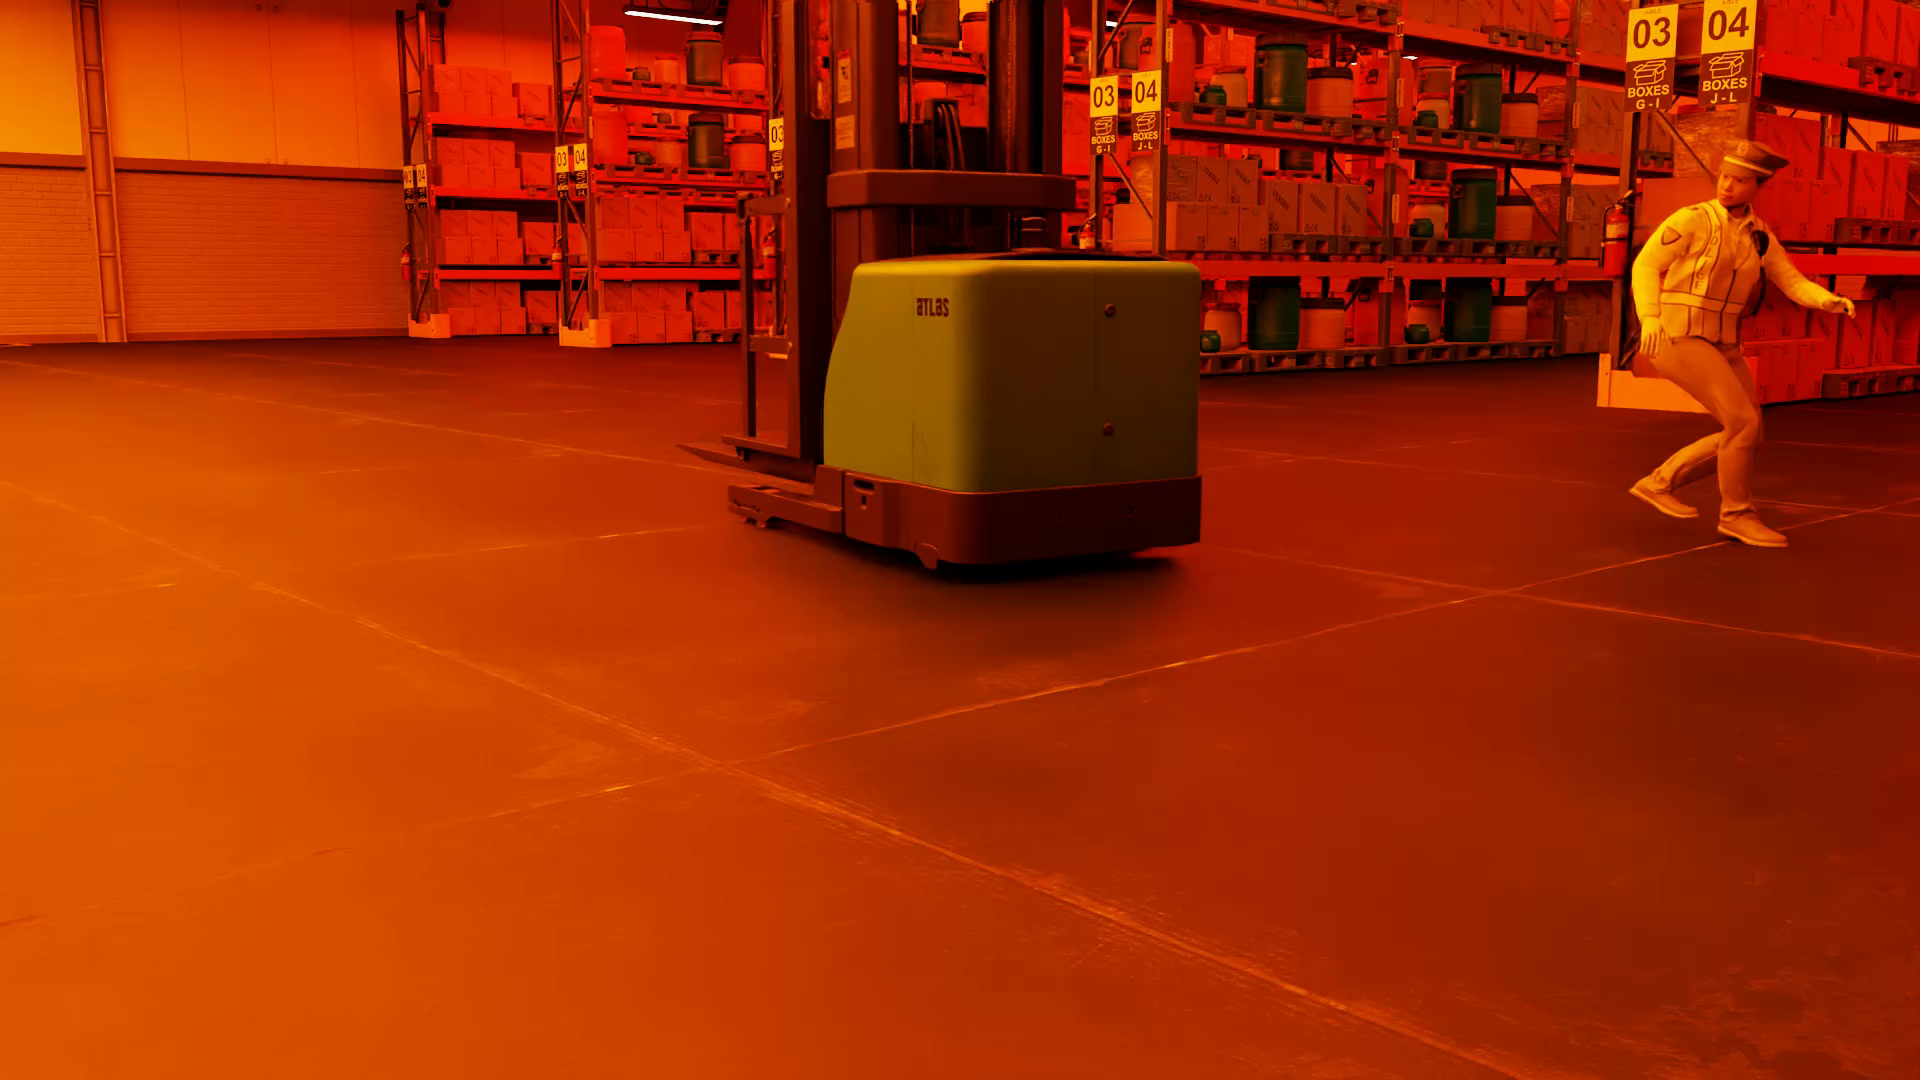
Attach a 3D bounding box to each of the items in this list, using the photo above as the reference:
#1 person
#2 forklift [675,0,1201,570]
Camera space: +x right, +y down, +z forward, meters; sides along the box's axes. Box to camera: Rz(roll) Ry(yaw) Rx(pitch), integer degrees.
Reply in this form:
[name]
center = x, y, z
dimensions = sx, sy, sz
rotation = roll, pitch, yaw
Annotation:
[person]
center = 2.942, -0.755, 6.388
dimensions = 0.814, 1.552, 0.797
rotation = -6, 10, -33
[forklift]
center = -0.320, -1.528, 6.829
dimensions = 1.130, 2.935, 3.031
rotation = -5, 10, -31
